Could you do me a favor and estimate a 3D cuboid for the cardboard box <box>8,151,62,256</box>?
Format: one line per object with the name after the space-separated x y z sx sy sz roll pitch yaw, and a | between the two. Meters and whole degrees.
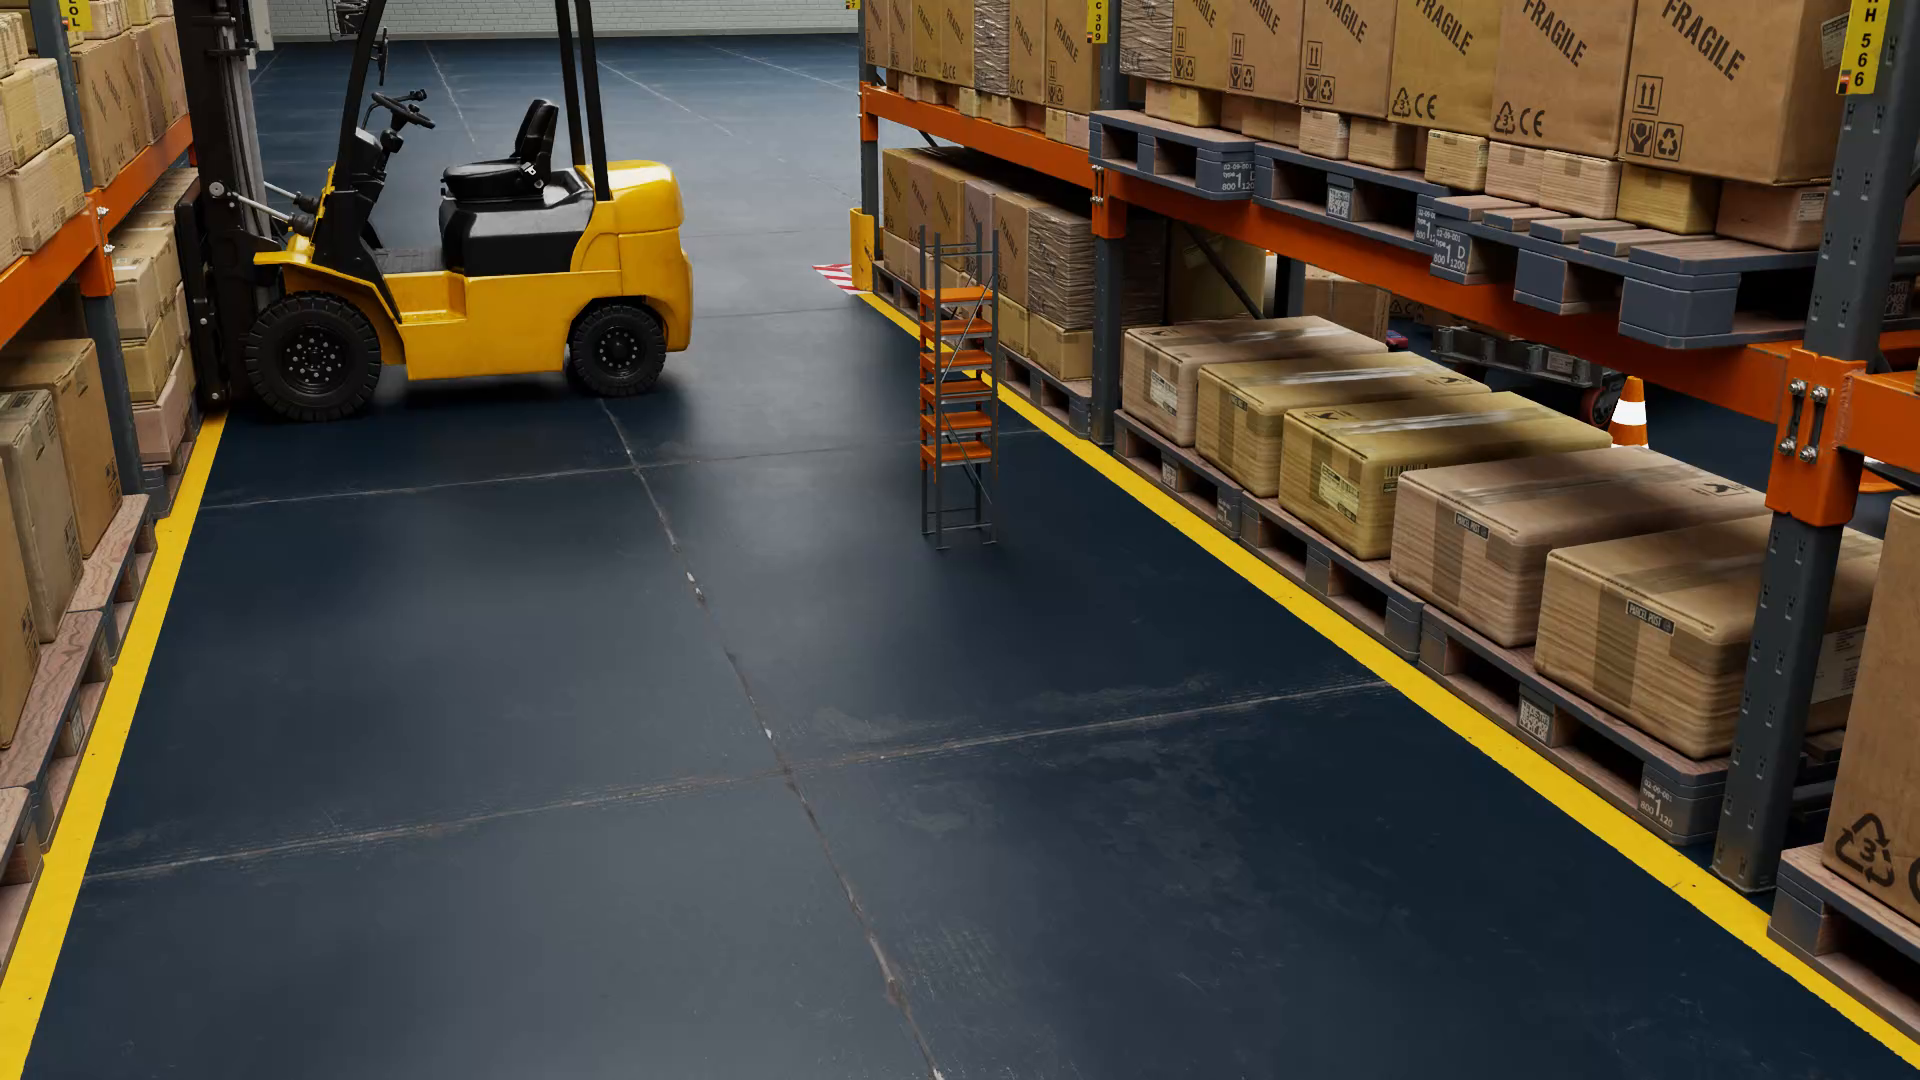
-3.047 -1.011 5.016 0.500 0.250 0.500 -7 21 -18 | cardboard box

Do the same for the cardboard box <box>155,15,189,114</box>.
-4.470 -2.577 9.006 0.500 0.500 0.500 -7 21 -18 | cardboard box

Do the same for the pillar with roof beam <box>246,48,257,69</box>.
-8.968 -13.323 30.198 9.100 9.000 0.400 -6 21 -17 | pillar with roof beam

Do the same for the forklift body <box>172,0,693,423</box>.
-2.546 -1.846 8.374 2.313 2.155 1.214 -6 21 -17 | forklift body

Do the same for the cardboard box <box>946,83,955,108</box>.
0.136 -2.522 9.372 0.380 0.149 0.250 -6 21 -15 | cardboard box

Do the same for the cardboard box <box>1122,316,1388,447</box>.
1.261 -0.698 7.188 0.950 0.372 0.625 -6 21 -17 | cardboard box

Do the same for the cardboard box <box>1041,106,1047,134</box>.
0.611 -2.029 7.999 0.380 0.149 0.250 -6 21 -17 | cardboard box

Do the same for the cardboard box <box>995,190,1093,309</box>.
0.492 -1.486 8.453 0.500 0.500 0.500 -6 21 -16 | cardboard box

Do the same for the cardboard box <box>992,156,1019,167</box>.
0.503 -2.049 10.020 0.500 0.500 0.500 -6 21 -15 | cardboard box

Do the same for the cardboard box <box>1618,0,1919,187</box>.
1.944 -1.122 3.895 0.500 0.500 0.500 -7 21 -19 | cardboard box

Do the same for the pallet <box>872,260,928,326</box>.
0.082 -1.587 10.524 1.003 0.211 1.213 -6 21 -17 | pallet

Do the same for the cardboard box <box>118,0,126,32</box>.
-3.843 -2.273 7.199 0.380 0.149 0.250 -7 21 -19 | cardboard box

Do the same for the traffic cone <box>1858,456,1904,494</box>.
3.853 -0.475 7.055 0.336 0.463 0.334 -6 21 -17 | traffic cone

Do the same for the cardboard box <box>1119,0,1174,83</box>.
0.969 -2.109 6.641 0.500 0.500 0.500 -6 21 -16 | cardboard box

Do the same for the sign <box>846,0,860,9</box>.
-0.678 -3.538 10.550 0.100 0.325 0.005 -6 21 -17 | sign

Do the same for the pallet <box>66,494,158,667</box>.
-3.348 0.168 5.636 1.003 0.211 1.213 -6 21 -17 | pallet

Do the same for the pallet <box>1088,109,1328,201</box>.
1.196 -1.554 6.589 1.003 0.211 1.213 -6 21 -17 | pallet

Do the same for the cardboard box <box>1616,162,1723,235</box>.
1.872 -0.859 4.122 0.380 0.149 0.250 -6 21 -16 | cardboard box

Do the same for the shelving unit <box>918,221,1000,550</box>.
-0.005 -0.569 6.227 0.258 1.200 0.189 -6 21 -17 | shelving unit

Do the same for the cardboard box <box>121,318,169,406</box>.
-3.476 -0.703 6.644 0.500 0.250 0.500 -6 21 -17 | cardboard box

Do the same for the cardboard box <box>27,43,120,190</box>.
-3.509 -1.594 6.268 0.500 0.500 0.500 -7 21 -19 | cardboard box

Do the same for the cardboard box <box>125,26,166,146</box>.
-3.986 -2.085 7.636 0.500 0.500 0.500 -6 21 -17 | cardboard box

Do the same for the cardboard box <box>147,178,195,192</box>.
-4.267 -1.756 8.836 0.500 0.250 0.500 -6 21 -16 | cardboard box

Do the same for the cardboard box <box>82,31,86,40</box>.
-3.659 -2.023 6.503 0.380 0.149 0.250 -6 21 -17 | cardboard box

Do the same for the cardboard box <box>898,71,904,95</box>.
-0.154 -2.766 10.052 0.380 0.149 0.250 -7 21 -19 | cardboard box

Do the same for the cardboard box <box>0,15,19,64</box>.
-3.201 -1.562 5.220 0.380 0.149 0.250 -7 21 -18 | cardboard box

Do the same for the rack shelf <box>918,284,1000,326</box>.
-0.005 -0.866 6.120 0.258 0.103 0.180 -6 21 -17 | rack shelf

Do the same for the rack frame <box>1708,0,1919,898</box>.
2.351 -0.621 3.709 1.000 3.000 0.127 -6 21 -17 | rack frame

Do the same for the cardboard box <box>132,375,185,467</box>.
-3.455 -0.470 6.735 0.500 0.250 0.500 -6 21 -17 | cardboard box

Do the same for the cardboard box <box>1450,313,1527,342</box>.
2.774 -1.284 8.131 0.500 0.500 0.500 -6 21 -17 | cardboard box

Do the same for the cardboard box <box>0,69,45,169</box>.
-3.052 -1.246 4.931 0.500 0.250 0.500 -7 21 -19 | cardboard box

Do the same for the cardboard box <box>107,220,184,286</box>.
-3.790 -1.263 7.462 0.500 0.250 0.500 -6 21 -15 | cardboard box

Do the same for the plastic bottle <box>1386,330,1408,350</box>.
2.469 -1.135 9.487 0.133 0.061 0.283 -3 20 -8 | plastic bottle

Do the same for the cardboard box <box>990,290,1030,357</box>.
0.476 -1.140 8.598 0.500 0.250 0.500 -7 21 -19 | cardboard box

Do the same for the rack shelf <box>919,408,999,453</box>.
-0.005 -0.415 6.282 0.258 0.103 0.180 -6 21 -17 | rack shelf

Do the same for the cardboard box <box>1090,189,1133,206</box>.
0.985 -1.550 8.632 0.500 0.500 0.500 -6 20 -15 | cardboard box

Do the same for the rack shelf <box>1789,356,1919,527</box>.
2.980 0.359 2.044 1.077 0.370 4.000 -6 21 -17 | rack shelf

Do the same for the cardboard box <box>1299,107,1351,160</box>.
1.351 -1.352 5.494 0.380 0.149 0.250 -6 20 -15 | cardboard box

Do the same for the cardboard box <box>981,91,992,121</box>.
0.329 -2.268 8.666 0.380 0.149 0.250 -7 21 -18 | cardboard box

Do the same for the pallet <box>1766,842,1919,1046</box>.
2.527 0.952 3.454 1.003 0.211 1.213 -6 21 -17 | pallet

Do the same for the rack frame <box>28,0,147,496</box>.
-3.617 -1.376 5.811 1.000 3.000 0.127 -6 21 -17 | rack frame

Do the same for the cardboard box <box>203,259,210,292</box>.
-4.095 -1.350 8.445 0.500 0.250 0.500 -7 21 -18 | cardboard box

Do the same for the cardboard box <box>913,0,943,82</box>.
0.049 -2.865 9.367 0.500 0.500 0.500 -7 21 -18 | cardboard box

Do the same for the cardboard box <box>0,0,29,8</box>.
-3.436 -2.003 6.007 0.380 0.149 0.250 -6 21 -16 | cardboard box

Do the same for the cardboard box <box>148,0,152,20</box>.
-4.172 -2.601 8.113 0.380 0.149 0.250 -7 21 -19 | cardboard box

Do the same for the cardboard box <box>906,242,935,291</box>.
-0.019 -1.639 9.990 0.500 0.250 0.500 -6 21 -15 | cardboard box

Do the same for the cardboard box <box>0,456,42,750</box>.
-2.968 0.201 4.312 0.875 0.625 0.625 -7 21 -19 | cardboard box

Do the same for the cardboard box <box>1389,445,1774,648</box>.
1.943 -0.001 5.247 0.950 0.372 0.625 -7 21 -18 | cardboard box

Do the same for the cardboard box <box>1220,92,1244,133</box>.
1.199 -1.610 6.211 0.380 0.149 0.250 -5 20 -14 | cardboard box

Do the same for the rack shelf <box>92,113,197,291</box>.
-4.246 -1.680 7.720 1.077 0.370 4.000 -6 21 -17 | rack shelf

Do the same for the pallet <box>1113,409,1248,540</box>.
1.340 -0.343 7.059 1.003 0.211 1.213 -6 21 -17 | pallet

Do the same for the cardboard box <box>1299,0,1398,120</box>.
1.441 -1.624 5.292 0.500 0.500 0.500 -7 21 -19 | cardboard box

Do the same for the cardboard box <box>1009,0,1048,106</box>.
0.550 -2.373 7.997 0.500 0.500 0.500 -6 21 -15 | cardboard box

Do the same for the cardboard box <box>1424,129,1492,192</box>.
1.579 -1.104 4.803 0.380 0.149 0.250 -6 21 -16 | cardboard box

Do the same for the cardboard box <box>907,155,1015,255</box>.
0.004 -1.982 9.834 0.500 0.500 0.500 -7 21 -19 | cardboard box

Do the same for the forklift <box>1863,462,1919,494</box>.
4.271 -1.005 4.878 1.130 2.935 3.031 -5 20 -13 | forklift

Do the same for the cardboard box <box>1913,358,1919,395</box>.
2.266 -0.367 3.223 0.500 0.250 0.500 -7 21 -18 | cardboard box
